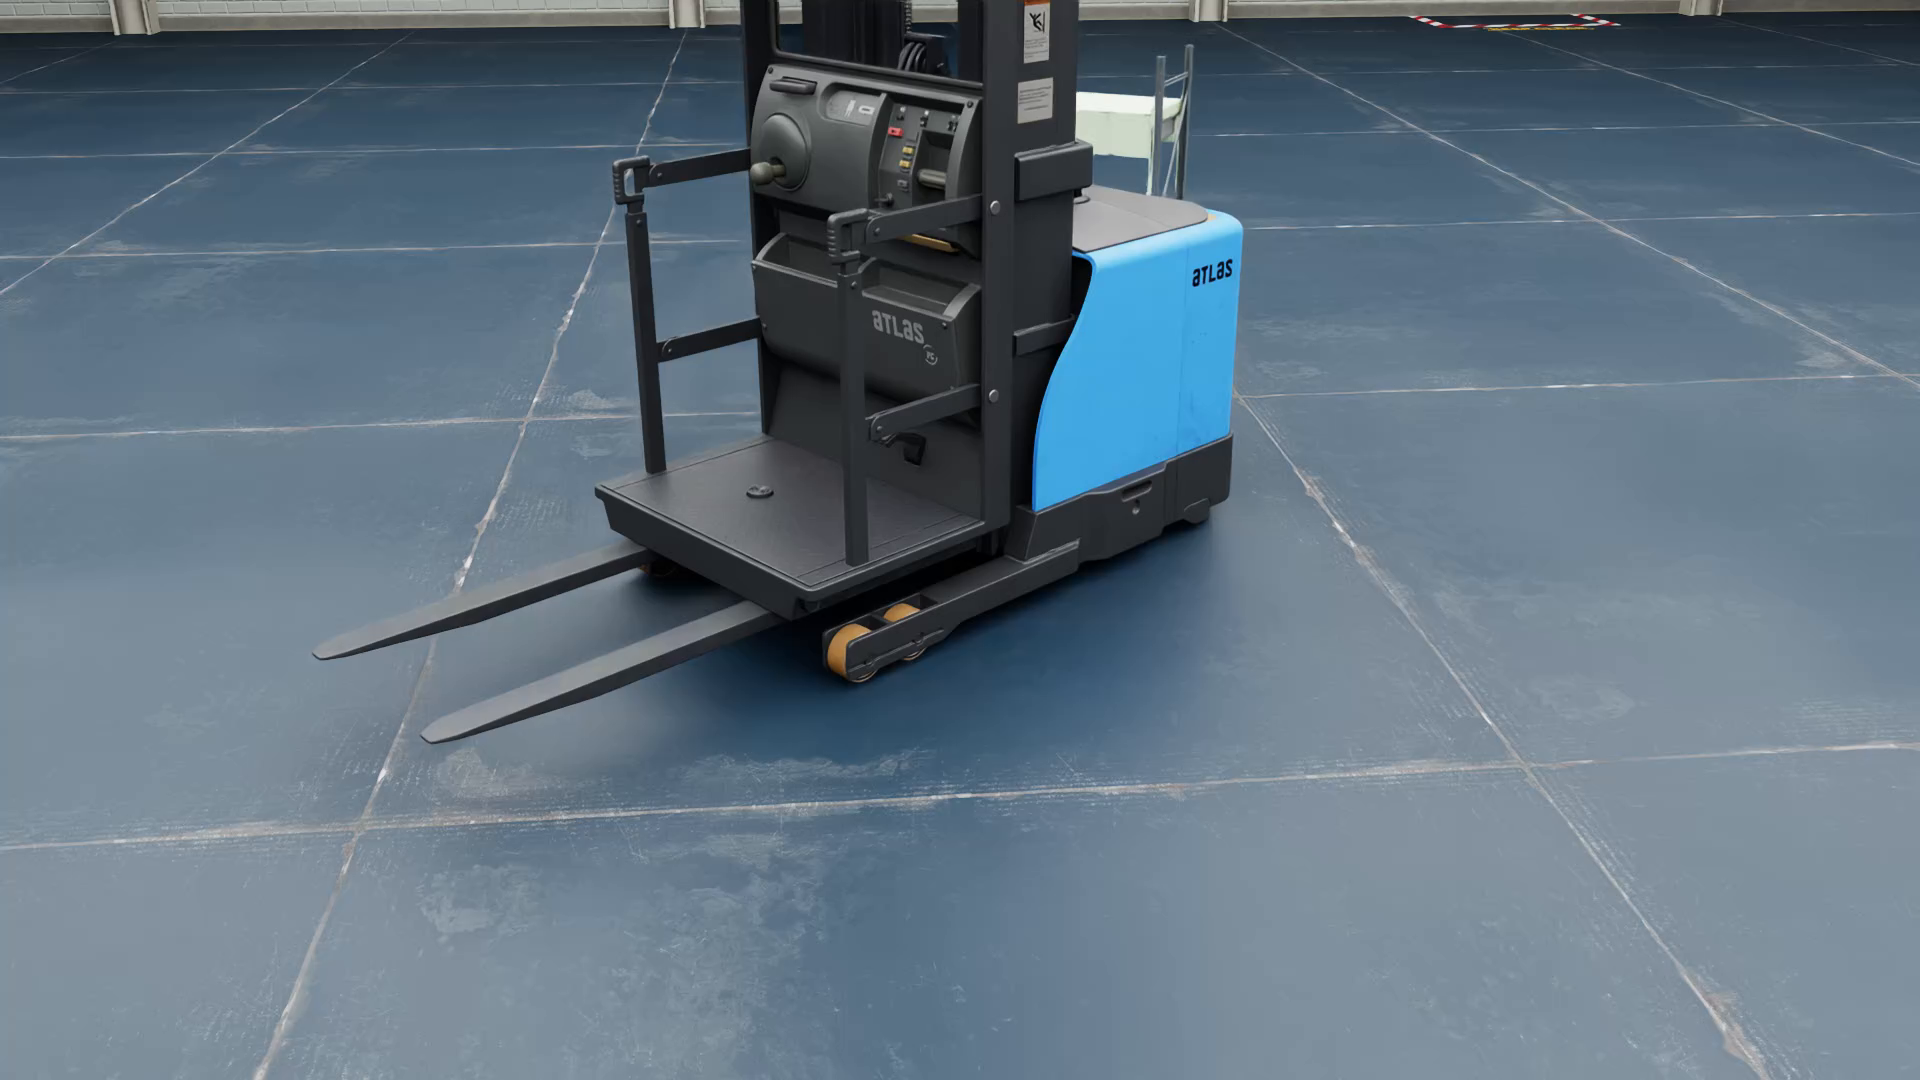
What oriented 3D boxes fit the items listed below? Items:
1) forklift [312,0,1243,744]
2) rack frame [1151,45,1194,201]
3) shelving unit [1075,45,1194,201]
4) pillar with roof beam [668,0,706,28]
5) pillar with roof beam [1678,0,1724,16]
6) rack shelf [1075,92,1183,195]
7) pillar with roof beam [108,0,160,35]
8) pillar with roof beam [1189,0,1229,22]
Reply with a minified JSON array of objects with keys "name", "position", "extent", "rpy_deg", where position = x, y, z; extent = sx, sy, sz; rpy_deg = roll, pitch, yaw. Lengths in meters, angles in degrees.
[{"name":"forklift","position":[-0.446,-1.163,4.759],"extent":[3.031,2.935,1.130],"rpy_deg":[-22,32,-40]},{"name":"rack frame","position":[0.782,-1.094,6.356],"extent":[0.023,1.500,0.400],"rpy_deg":[10,25,21]},{"name":"shelving unit","position":[0.446,-1.153,6.488],"extent":[0.755,1.500,0.431],"rpy_deg":[10,25,21]},{"name":"pillar with roof beam","position":[-2.659,-8.197,13.112],"extent":[0.400,9.000,9.100],"rpy_deg":[-2,24,-5]},{"name":"pillar with roof beam","position":[9.283,-8.676,14.190],"extent":[0.400,9.000,9.100],"rpy_deg":[-2,24,-5]},{"name":"rack shelf","position":[0.449,-1.512,6.334],"extent":[0.720,0.370,0.431],"rpy_deg":[10,25,21]},{"name":"pillar with roof beam","position":[-8.630,-7.957,12.573],"extent":[0.400,9.000,9.100],"rpy_deg":[-2,24,-5]},{"name":"pillar with roof beam","position":[3.312,-8.436,13.651],"extent":[0.400,9.000,9.100],"rpy_deg":[-2,24,-5]}]
